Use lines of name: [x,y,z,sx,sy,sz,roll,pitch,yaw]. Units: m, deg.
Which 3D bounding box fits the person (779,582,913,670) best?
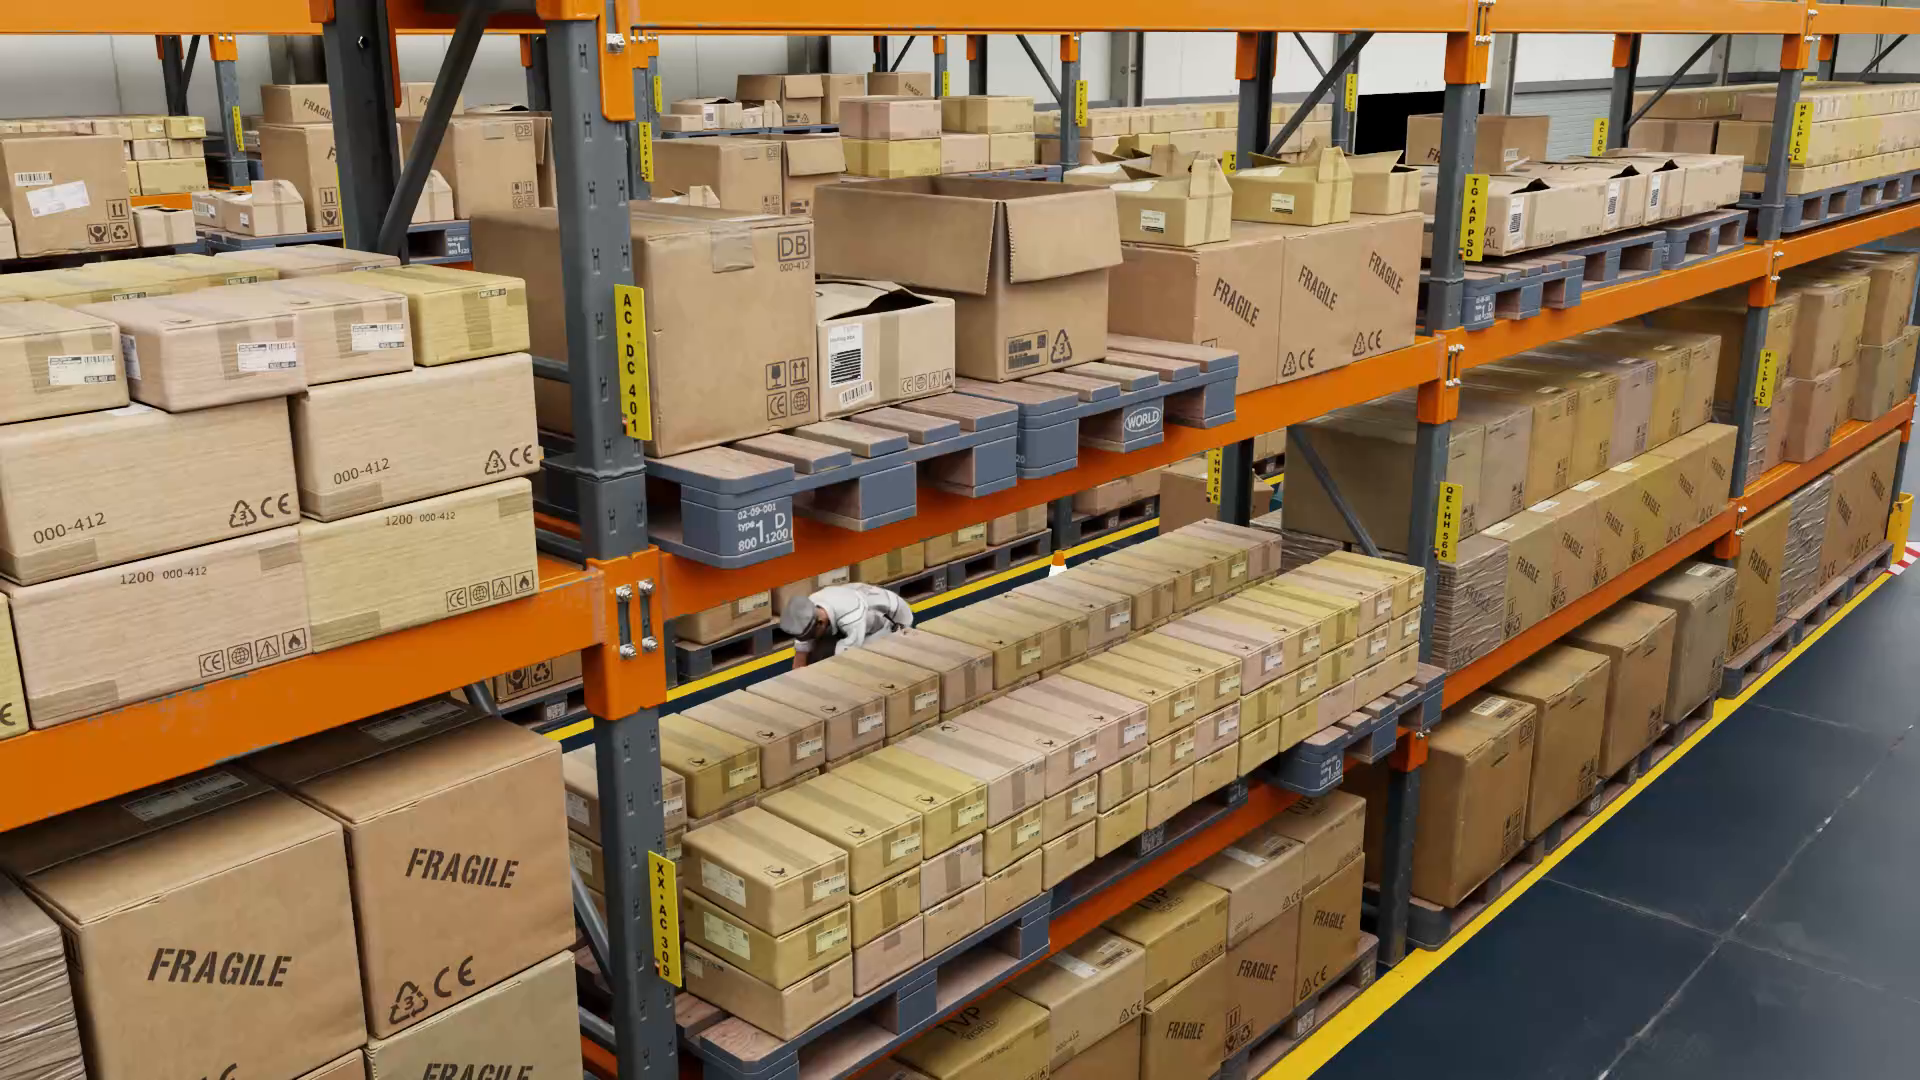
person: [-0.706,0.655,10.075,0.534,0.857,1.007,14,22,38]
